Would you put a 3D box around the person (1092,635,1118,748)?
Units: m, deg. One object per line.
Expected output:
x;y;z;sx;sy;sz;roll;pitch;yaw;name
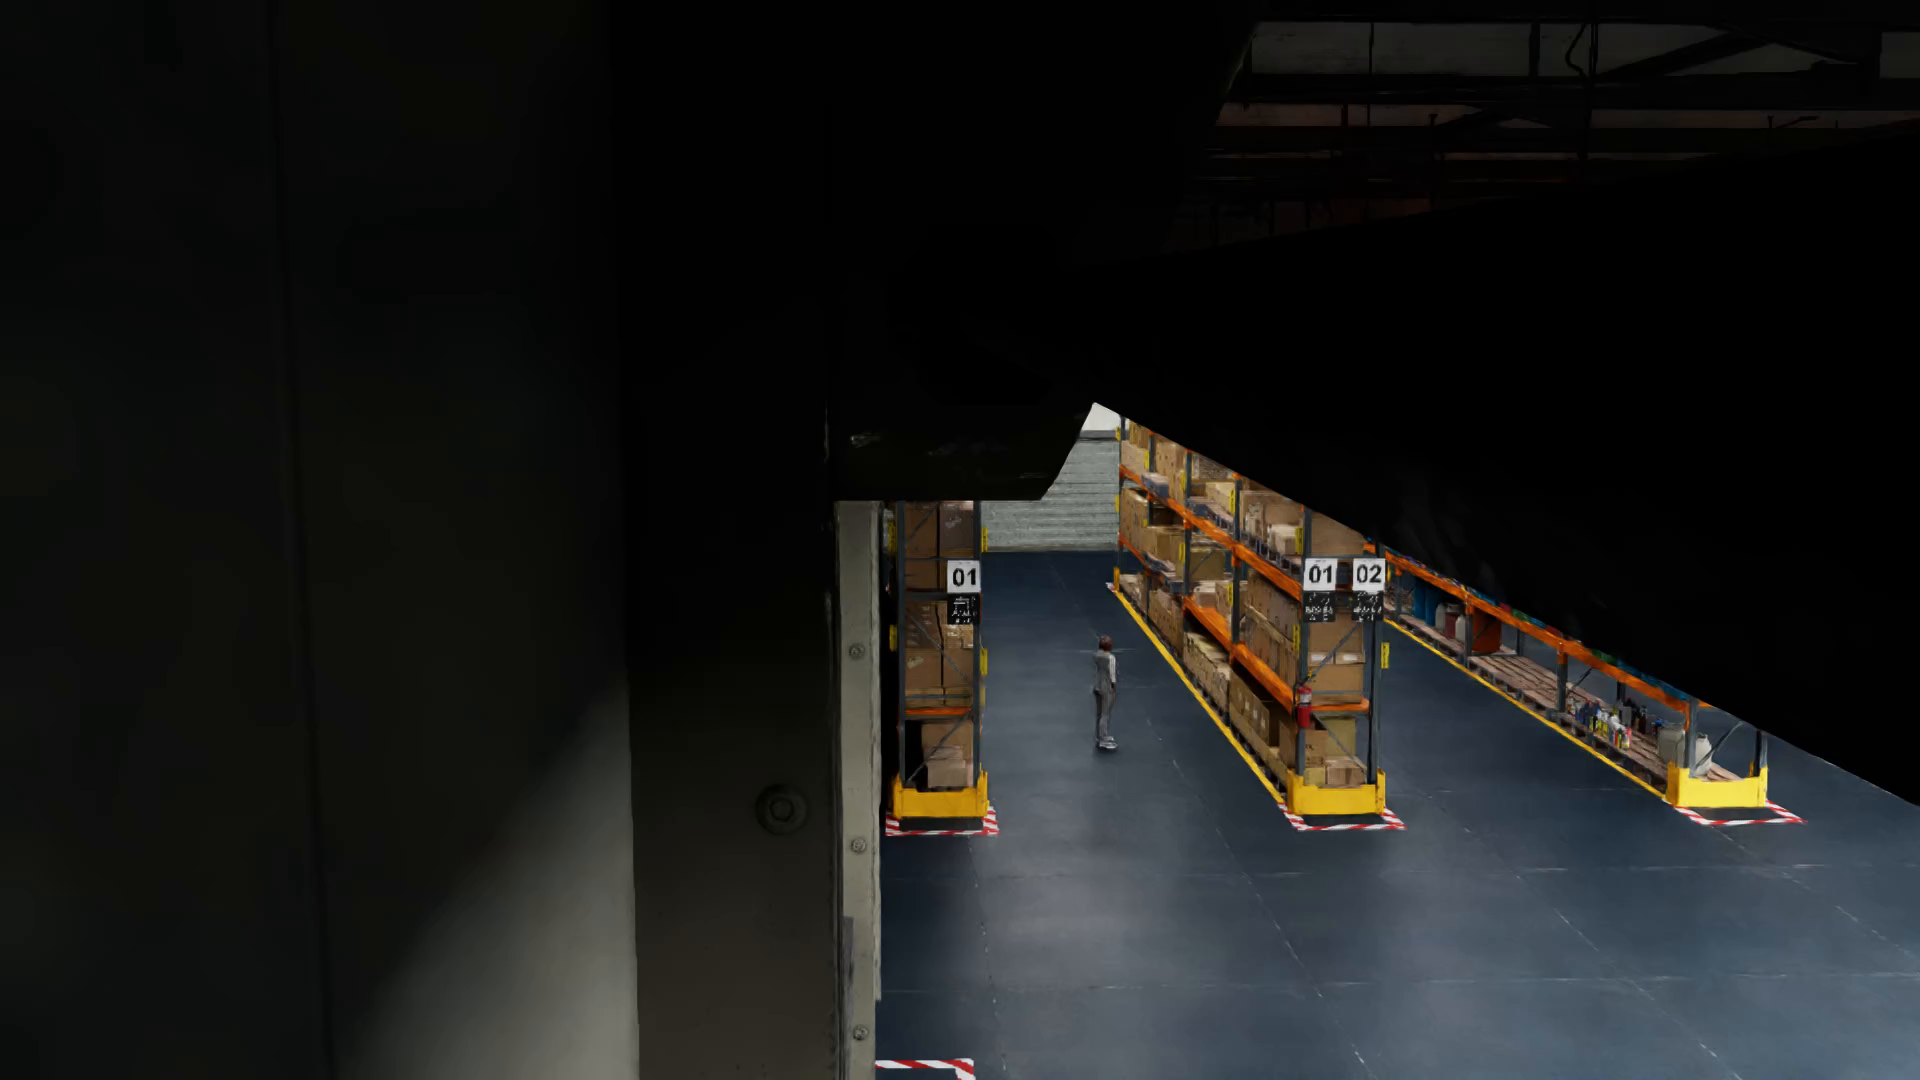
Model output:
2.082;2.137;23.652;0.406;1.600;0.468;-5;10;-32;person
